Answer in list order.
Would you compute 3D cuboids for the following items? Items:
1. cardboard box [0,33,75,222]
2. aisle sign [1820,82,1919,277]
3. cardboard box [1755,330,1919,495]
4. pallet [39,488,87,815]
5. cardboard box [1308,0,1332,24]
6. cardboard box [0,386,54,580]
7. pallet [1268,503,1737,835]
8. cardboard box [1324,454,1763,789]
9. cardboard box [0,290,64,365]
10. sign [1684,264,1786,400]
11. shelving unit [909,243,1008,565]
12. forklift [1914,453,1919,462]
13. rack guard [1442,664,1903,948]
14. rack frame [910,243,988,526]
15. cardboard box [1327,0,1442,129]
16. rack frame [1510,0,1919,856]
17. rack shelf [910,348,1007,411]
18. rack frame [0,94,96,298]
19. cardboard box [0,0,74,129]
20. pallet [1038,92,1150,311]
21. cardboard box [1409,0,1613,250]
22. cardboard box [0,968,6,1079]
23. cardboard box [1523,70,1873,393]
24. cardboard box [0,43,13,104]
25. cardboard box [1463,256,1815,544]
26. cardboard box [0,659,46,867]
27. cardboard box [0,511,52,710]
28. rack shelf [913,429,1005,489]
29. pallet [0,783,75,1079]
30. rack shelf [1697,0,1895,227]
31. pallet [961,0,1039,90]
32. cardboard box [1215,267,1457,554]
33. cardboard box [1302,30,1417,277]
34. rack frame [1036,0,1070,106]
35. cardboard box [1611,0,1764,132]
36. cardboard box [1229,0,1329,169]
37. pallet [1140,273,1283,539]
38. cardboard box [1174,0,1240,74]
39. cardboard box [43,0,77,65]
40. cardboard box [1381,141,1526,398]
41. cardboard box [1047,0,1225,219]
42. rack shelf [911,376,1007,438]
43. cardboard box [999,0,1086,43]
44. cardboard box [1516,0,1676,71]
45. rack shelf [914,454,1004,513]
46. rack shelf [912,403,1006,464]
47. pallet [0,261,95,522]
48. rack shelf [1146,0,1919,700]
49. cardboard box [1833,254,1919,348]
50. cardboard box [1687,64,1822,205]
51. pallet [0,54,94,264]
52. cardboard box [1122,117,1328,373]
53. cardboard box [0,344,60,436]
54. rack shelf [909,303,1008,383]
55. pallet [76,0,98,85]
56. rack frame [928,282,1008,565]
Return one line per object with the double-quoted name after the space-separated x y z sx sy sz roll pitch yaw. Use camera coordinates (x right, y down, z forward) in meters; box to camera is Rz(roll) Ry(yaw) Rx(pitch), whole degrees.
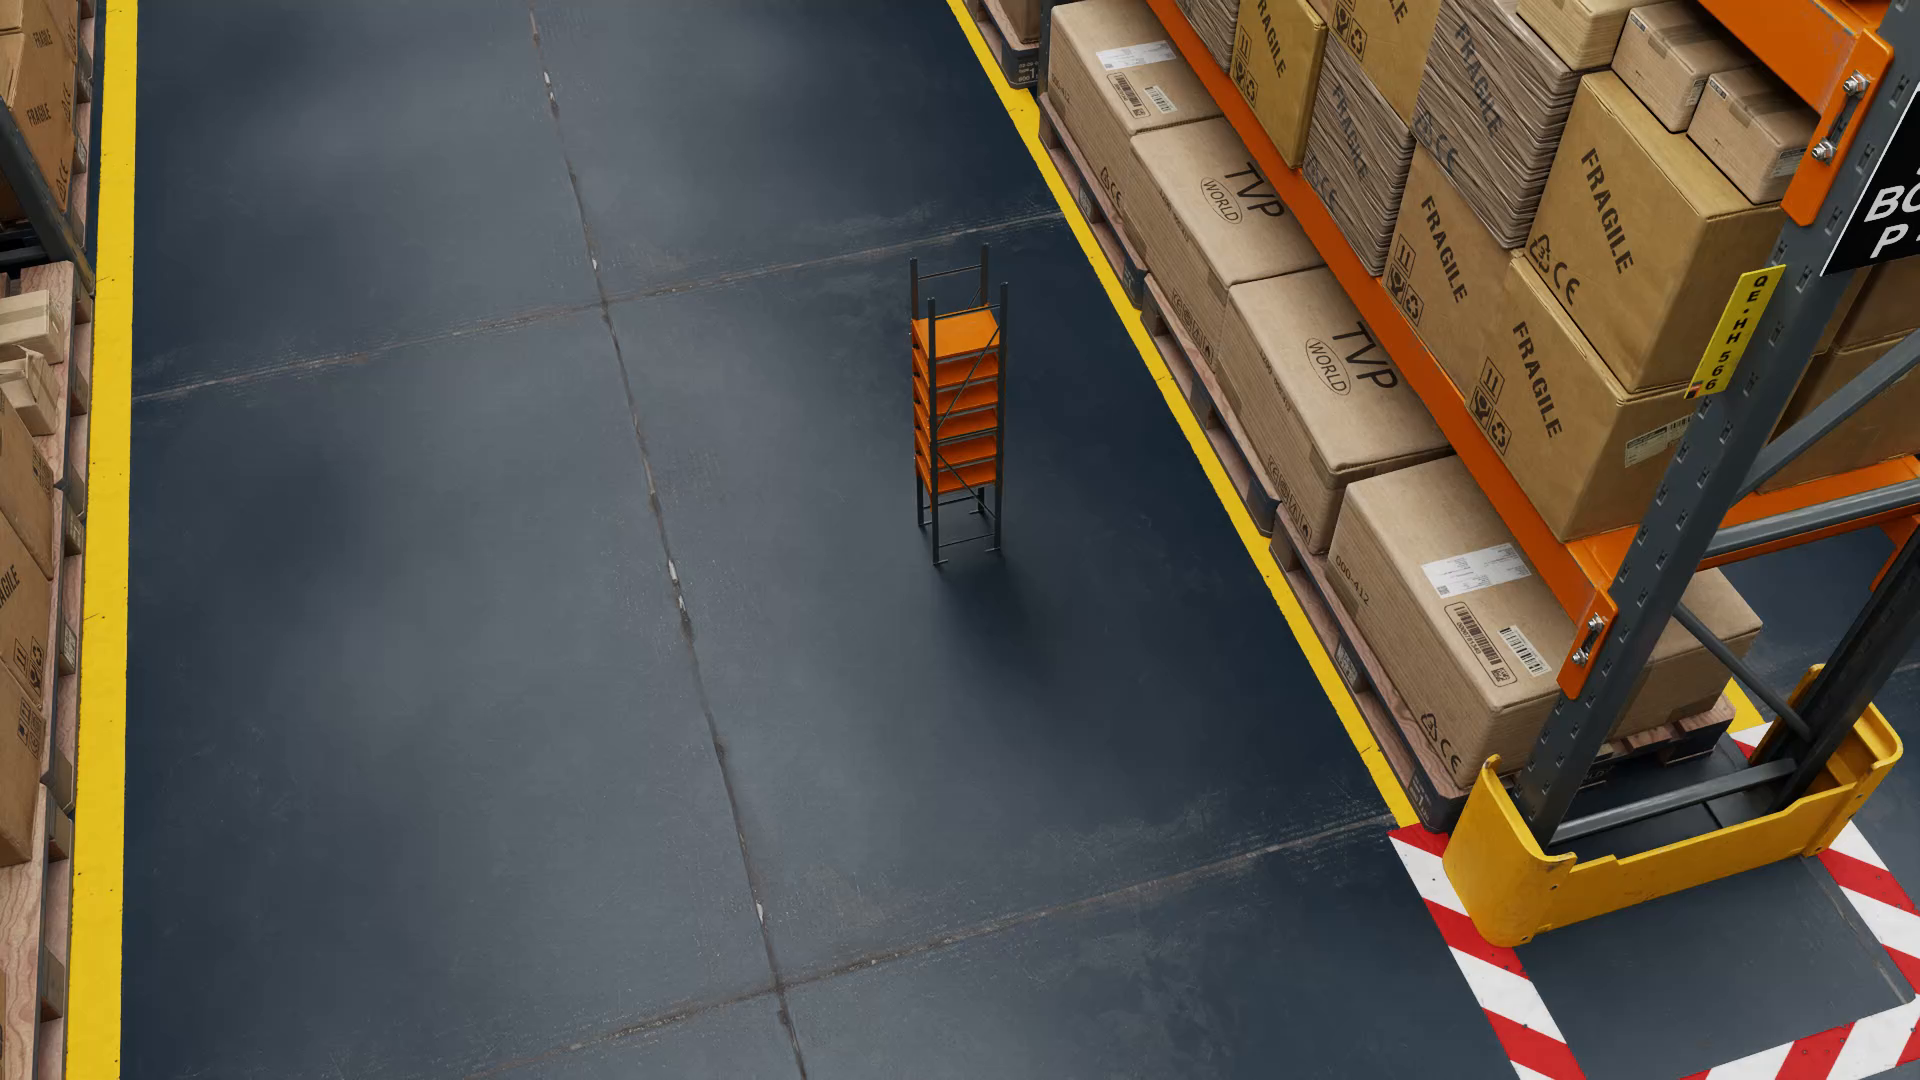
-3.834 -1.590 6.489 0.500 0.500 0.500 -11 51 -9 "cardboard box"
1.743 -0.775 2.741 0.394 0.787 0.004 -13 51 -11 "aisle sign"
2.150 -0.508 4.151 0.500 0.500 0.500 -14 51 -11 "cardboard box"
-3.339 0.437 5.244 1.003 0.211 1.213 -13 51 -11 "pallet"
1.175 -1.818 4.601 0.500 0.500 0.500 -14 51 -11 "cardboard box"
-3.336 -0.124 5.253 0.700 0.500 0.500 -15 52 -12 "cardboard box"
1.707 0.272 5.382 1.003 0.211 1.213 -13 51 -11 "pallet"
1.727 0.171 5.045 0.875 0.438 0.875 -15 51 -12 "cardboard box"
-3.460 -0.732 5.996 0.380 0.149 0.250 -15 51 -12 "cardboard box"
1.495 -0.397 3.211 0.100 0.325 0.005 -13 51 -11 "sign"
-0.004 -0.397 5.300 0.258 1.200 0.189 -13 51 -11 "shelving unit"
3.867 -1.273 4.906 1.130 2.935 3.031 6 50 5 "forklift"
2.025 0.763 4.780 1.175 0.500 0.348 -13 51 -11 "rack guard"
-0.031 -0.464 5.357 0.240 1.200 0.006 -13 51 -11 "rack frame"
1.322 -1.450 4.291 0.500 0.500 0.500 -14 51 -11 "cardboard box"
2.018 -0.060 3.839 1.000 3.000 0.127 -13 51 -11 "rack frame"
-0.004 -0.523 5.151 0.258 0.103 0.180 -13 51 -11 "rack shelf"
-3.906 -1.856 5.353 1.000 3.000 0.127 -13 51 -11 "rack frame"
-4.001 -1.977 6.815 0.500 0.500 0.500 -14 51 -11 "cardboard box"
0.985 -1.510 6.885 1.003 0.211 1.213 -13 51 -11 "pallet"
1.465 -1.088 3.986 0.500 0.500 0.500 -13 51 -11 "cardboard box"
-2.813 1.266 4.079 0.797 0.503 0.637 -15 52 -12 "cardboard box"
1.648 -0.713 3.670 0.500 0.500 0.500 -12 51 -10 "cardboard box"
-3.758 -1.717 6.172 0.380 0.149 0.250 -11 51 -9 "cardboard box"
1.622 -0.385 4.047 0.500 0.500 0.500 -13 51 -11 "cardboard box"
-3.029 0.634 4.614 0.700 0.500 0.500 -11 51 -9 "cardboard box"
-3.090 0.225 4.958 0.500 0.500 0.500 -12 51 -10 "cardboard box"
-0.004 -0.291 5.426 0.258 0.103 0.180 -13 51 -11 "rack shelf"
-2.982 1.326 4.494 1.003 0.211 1.213 -13 51 -11 "pallet"
1.426 -2.256 4.198 1.077 0.370 4.000 -13 51 -11 "rack shelf"
0.535 -2.629 7.828 1.003 0.211 1.213 -13 51 -11 "pallet"
1.448 -0.496 5.607 0.875 0.438 0.875 -12 51 -10 "cardboard box"
1.327 -1.128 4.674 0.500 0.500 0.500 -12 51 -10 "cardboard box"
0.835 -2.982 6.302 1.000 3.000 0.127 -13 51 -11 "rack frame"
1.622 -1.020 3.505 0.380 0.149 0.250 -12 51 -10 "cardboard box"
1.162 -1.502 4.989 0.500 0.500 0.500 -12 51 -10 "cardboard box"
1.349 -0.617 6.132 1.003 0.211 1.213 -13 51 -11 "pallet"
1.009 -1.879 5.306 0.500 0.500 0.500 -13 51 -11 "cardboard box"
-4.144 -2.343 7.123 0.500 0.500 0.500 -15 51 -12 "cardboard box"
1.488 -0.755 4.359 0.500 0.500 0.500 -14 51 -12 "cardboard box"
0.918 -1.808 6.714 0.875 0.438 0.875 -14 51 -12 "cardboard box"
-0.004 -0.446 5.242 0.258 0.103 0.180 -13 51 -11 "rack shelf"
0.575 -2.867 7.320 0.875 0.875 0.875 -12 51 -10 "cardboard box"
1.466 -1.190 3.648 0.380 0.149 0.250 -14 51 -11 "cardboard box"
-0.004 -0.214 5.518 0.258 0.103 0.180 -13 51 -11 "rack shelf"
-0.004 -0.369 5.334 0.258 0.103 0.180 -13 51 -11 "rack shelf"
-3.704 -0.456 5.996 1.003 0.211 1.213 -13 51 -11 "pallet"
1.426 -1.289 5.345 1.077 0.370 4.000 -13 51 -11 "rack shelf"
2.148 -0.830 3.768 0.500 0.500 0.500 -14 51 -12 "cardboard box"
1.720 -0.840 3.353 0.380 0.149 0.250 -13 51 -10 "cardboard box"
-4.182 -1.543 6.913 1.003 0.211 1.213 -13 51 -11 "pallet"
1.183 -1.154 6.162 0.875 0.438 0.875 -15 51 -12 "cardboard box"
-3.355 -0.509 5.731 0.396 0.266 0.258 -12 51 -10 "cardboard box"
-0.004 -0.601 5.059 0.258 0.103 0.180 -13 51 -11 "rack shelf"
-4.547 -2.436 7.665 1.003 0.211 1.213 -13 51 -11 "pallet"
0.023 -0.330 5.244 0.240 1.200 0.006 -13 51 -11 "rack frame"
